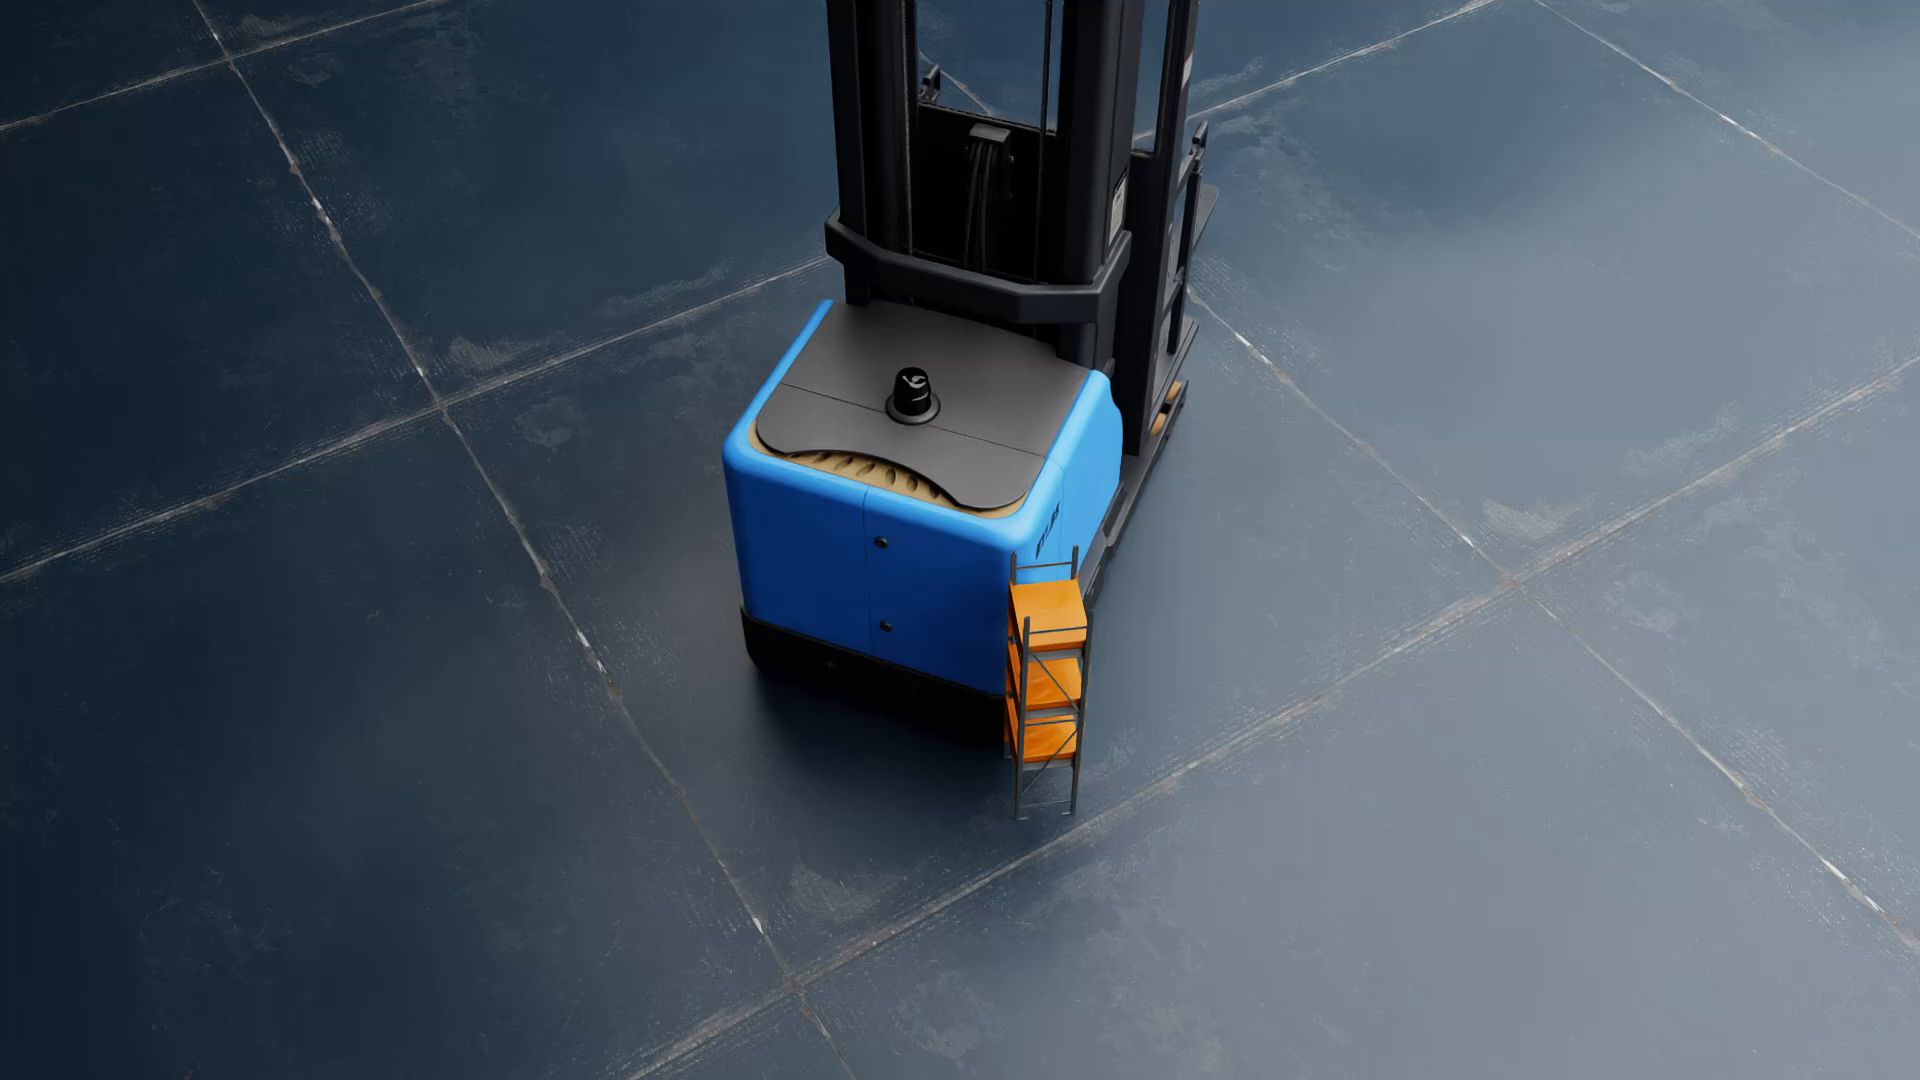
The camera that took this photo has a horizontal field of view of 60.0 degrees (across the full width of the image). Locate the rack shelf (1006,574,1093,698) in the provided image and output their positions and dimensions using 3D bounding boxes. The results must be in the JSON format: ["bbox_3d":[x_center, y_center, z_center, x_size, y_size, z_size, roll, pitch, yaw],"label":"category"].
[{"bbox_3d":[0.262,0.284,4.928,0.215,0.259,0.240,-6,49,-5],"label":"rack shelf"}]

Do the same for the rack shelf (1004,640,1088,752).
[{"bbox_3d":[0.262,0.473,5.140,0.215,0.259,0.240,-6,49,-5],"label":"rack shelf"}]

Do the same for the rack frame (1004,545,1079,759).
[{"bbox_3d":[0.246,0.376,5.213,0.200,1.050,0.008,-6,49,-5],"label":"rack frame"}]

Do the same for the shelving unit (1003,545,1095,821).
[{"bbox_3d":[0.262,0.466,5.132,0.215,1.050,0.252,-6,49,-5],"label":"shelving unit"}]

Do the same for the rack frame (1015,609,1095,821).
[{"bbox_3d":[0.278,0.556,5.052,0.200,1.050,0.008,-6,49,-5],"label":"rack frame"}]

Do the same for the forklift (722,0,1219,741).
[{"bbox_3d":[0.267,-1.427,5.558,1.130,2.935,3.031,17,50,14],"label":"forklift"}]

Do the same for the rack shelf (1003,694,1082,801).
[{"bbox_3d":[0.262,0.658,5.348,0.215,0.259,0.240,-6,49,-5],"label":"rack shelf"}]
